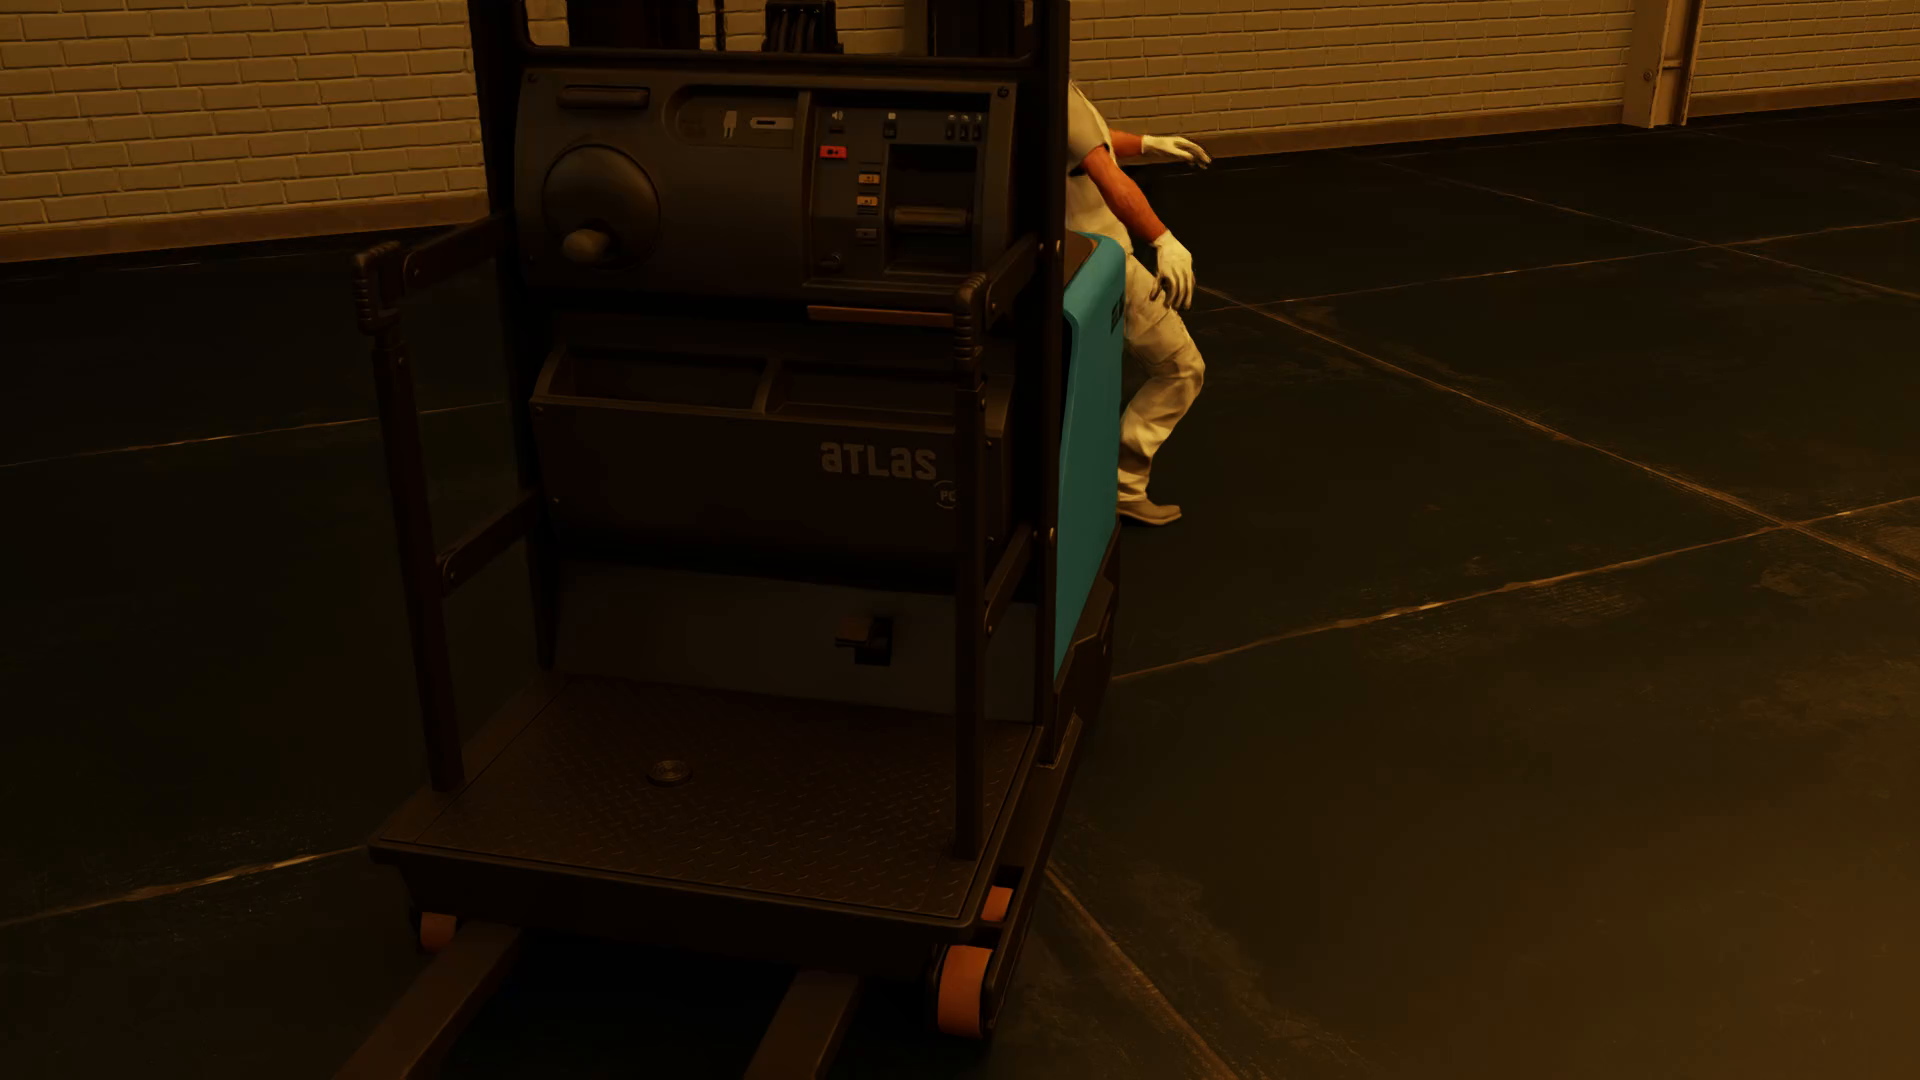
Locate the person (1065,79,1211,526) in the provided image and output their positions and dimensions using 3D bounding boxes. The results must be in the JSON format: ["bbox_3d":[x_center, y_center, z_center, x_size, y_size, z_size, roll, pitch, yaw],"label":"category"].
[{"bbox_3d":[0.464,-0.823,4.961,0.783,1.670,0.849,-14,26,-29],"label":"person"}]

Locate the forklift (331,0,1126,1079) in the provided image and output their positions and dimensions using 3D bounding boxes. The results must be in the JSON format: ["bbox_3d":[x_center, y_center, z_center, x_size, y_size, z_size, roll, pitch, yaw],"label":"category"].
[{"bbox_3d":[-0.406,-0.624,2.789,1.130,2.935,3.031,5,23,12],"label":"forklift"}]
